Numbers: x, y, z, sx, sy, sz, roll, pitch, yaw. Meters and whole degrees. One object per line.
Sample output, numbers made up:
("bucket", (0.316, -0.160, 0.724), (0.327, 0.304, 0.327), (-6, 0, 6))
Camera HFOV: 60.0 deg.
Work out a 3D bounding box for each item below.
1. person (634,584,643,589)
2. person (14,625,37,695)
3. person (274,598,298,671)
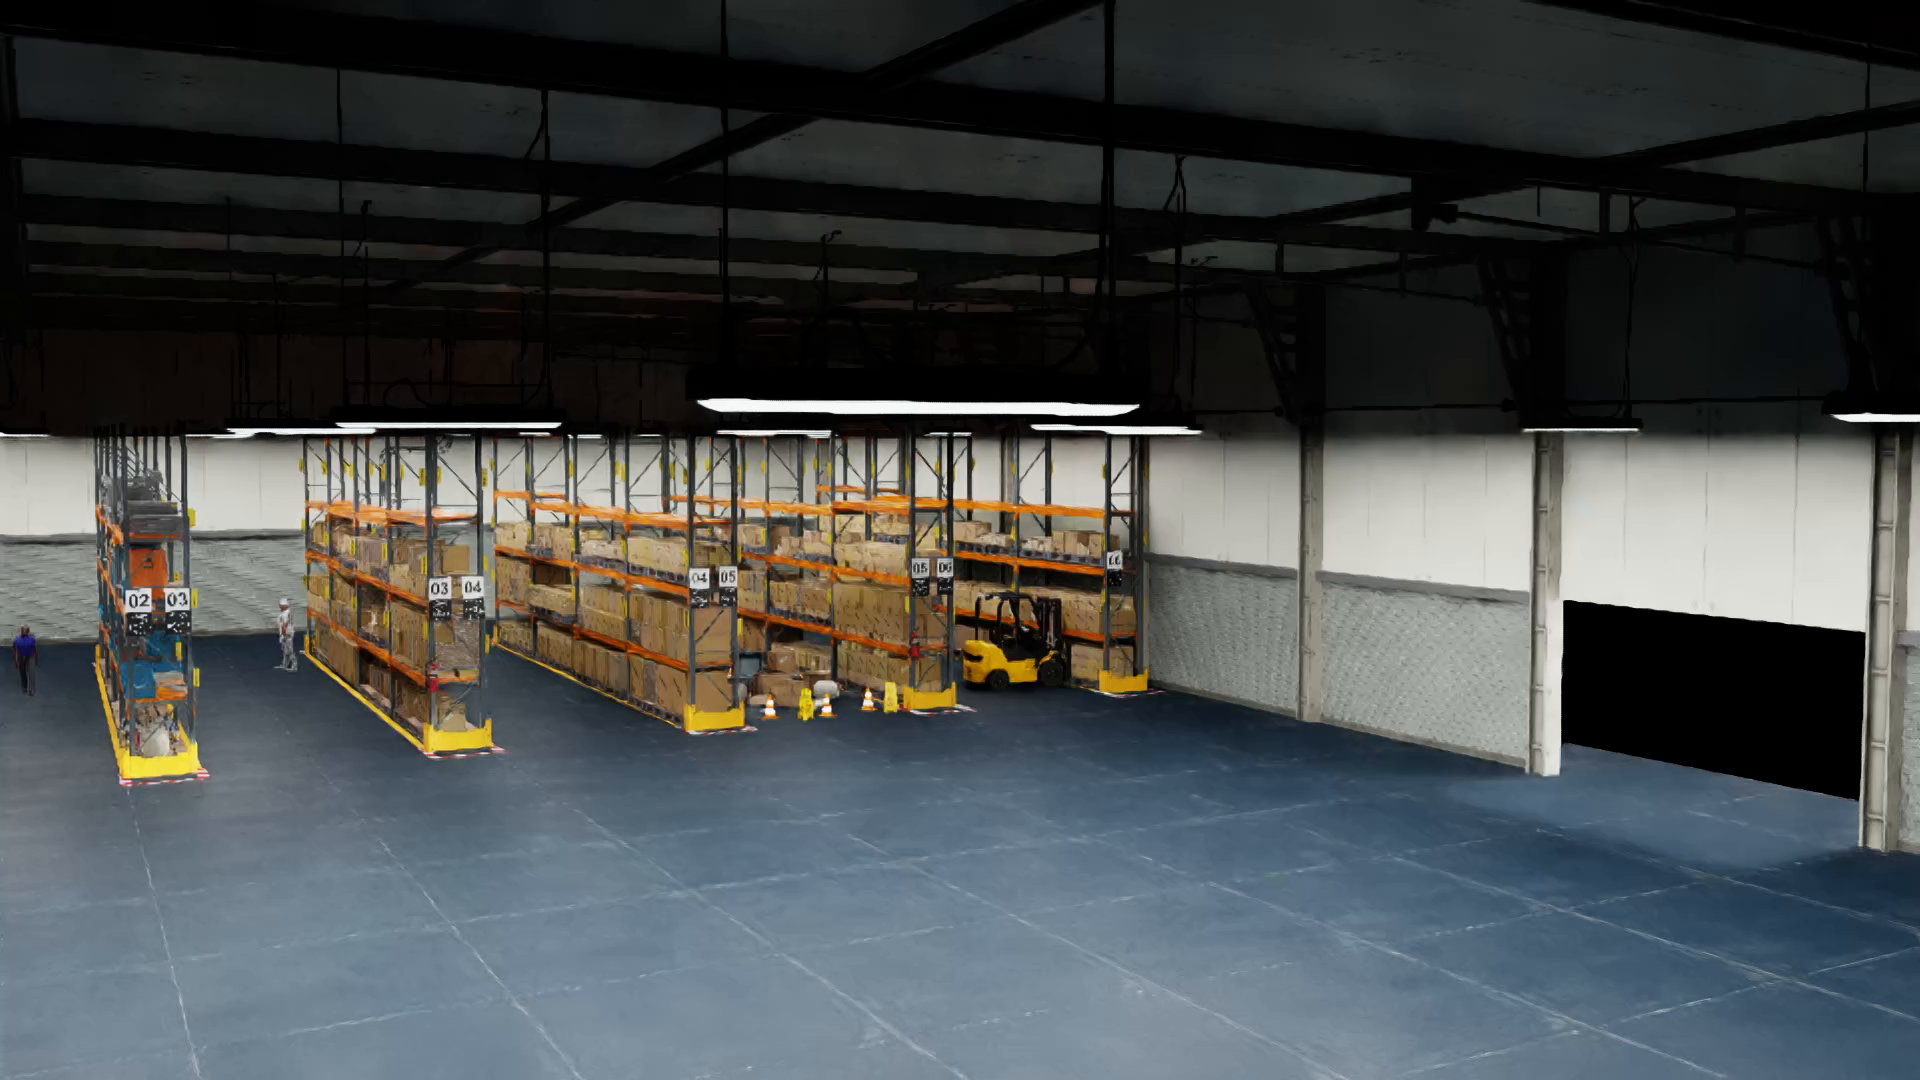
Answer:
("person", (-8.824, 2.060, 45.552), (0.583, 1.786, 0.658), (-1, 3, -9))
("person", (-20.898, 2.667, 37.178), (0.447, 1.574, 1.088), (-2, 4, -27))
("person", (-16.675, 2.332, 41.067), (0.578, 1.783, 0.693), (-1, 4, -16))
